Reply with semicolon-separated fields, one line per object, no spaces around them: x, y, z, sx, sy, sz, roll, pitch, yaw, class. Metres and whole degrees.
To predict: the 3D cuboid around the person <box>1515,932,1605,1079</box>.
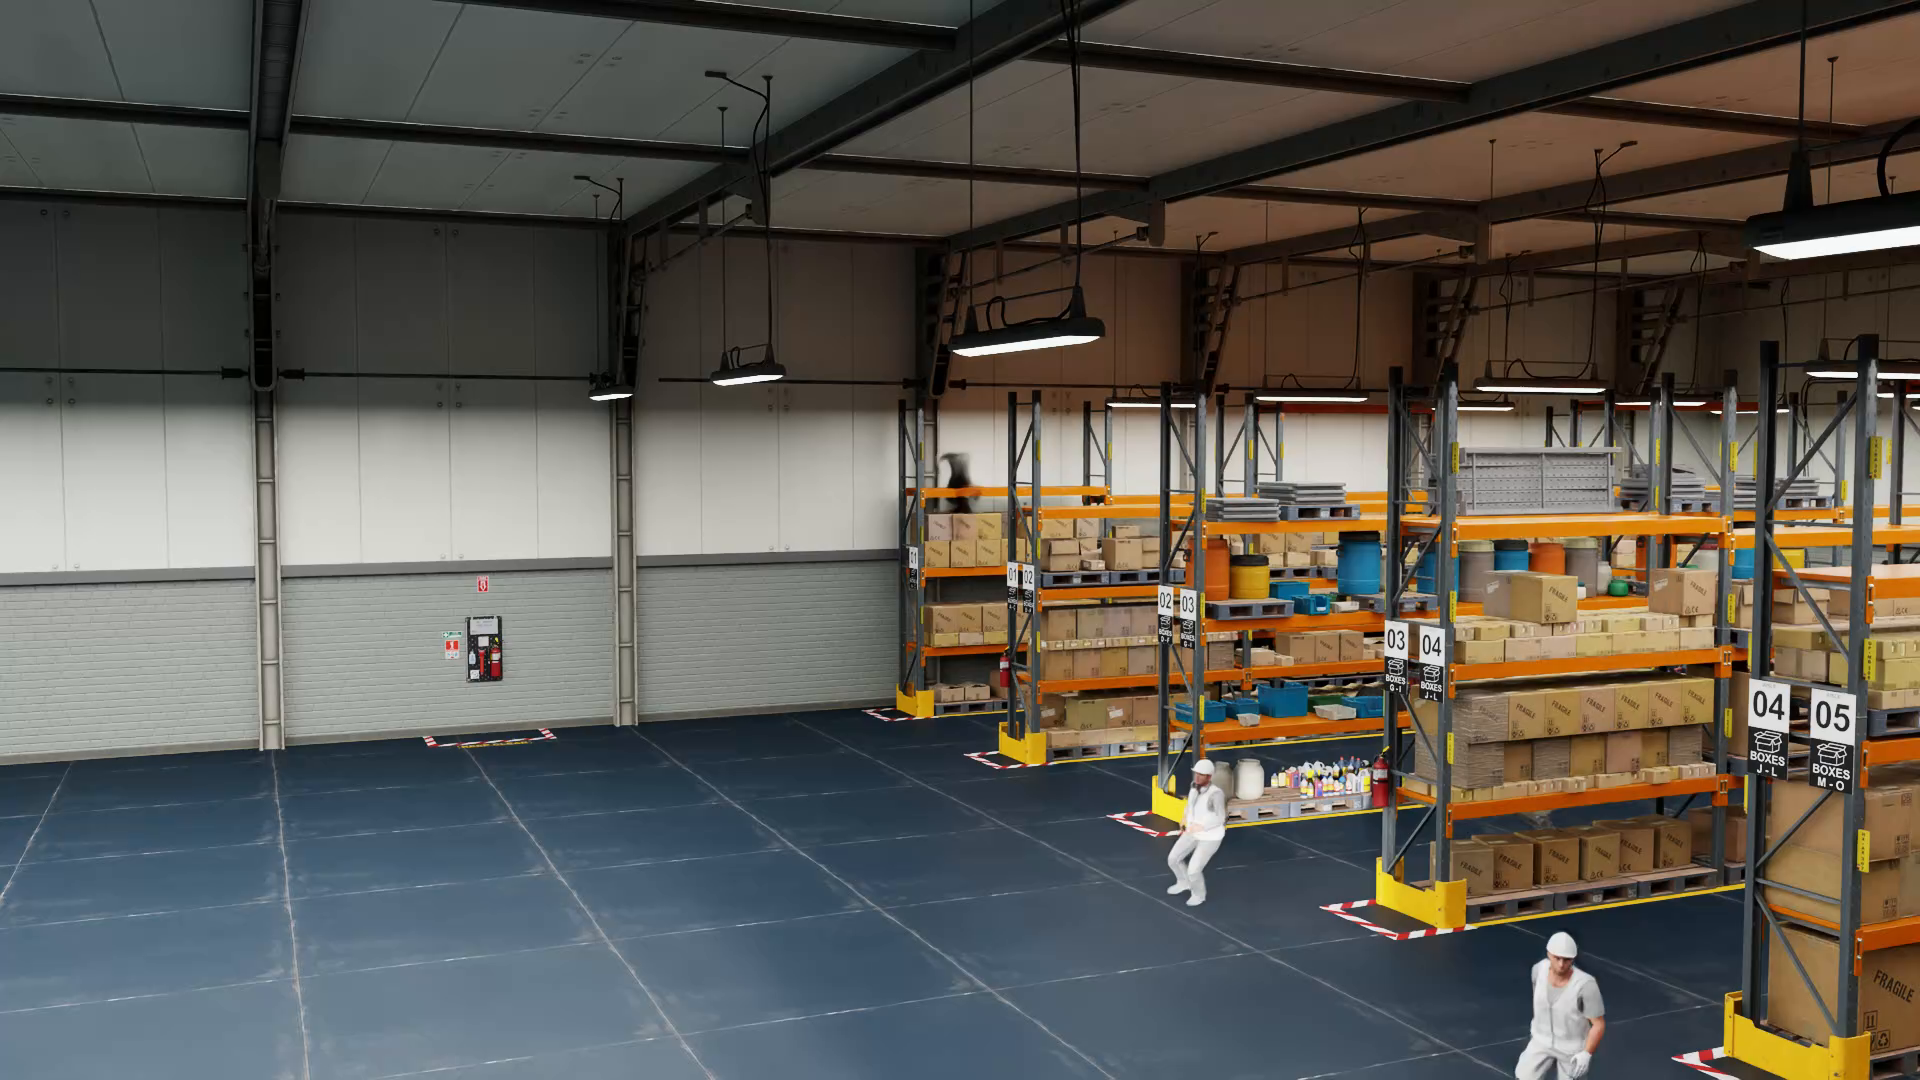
4.260;3.591;11.777;0.642;1.719;0.737;3;4;40;person

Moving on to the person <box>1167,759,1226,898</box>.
2.611;3.224;18.479;0.593;1.612;0.839;-3;4;-39;person

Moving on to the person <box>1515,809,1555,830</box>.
7.182;3.072;20.774;0.796;1.732;0.697;-1;3;-12;person
